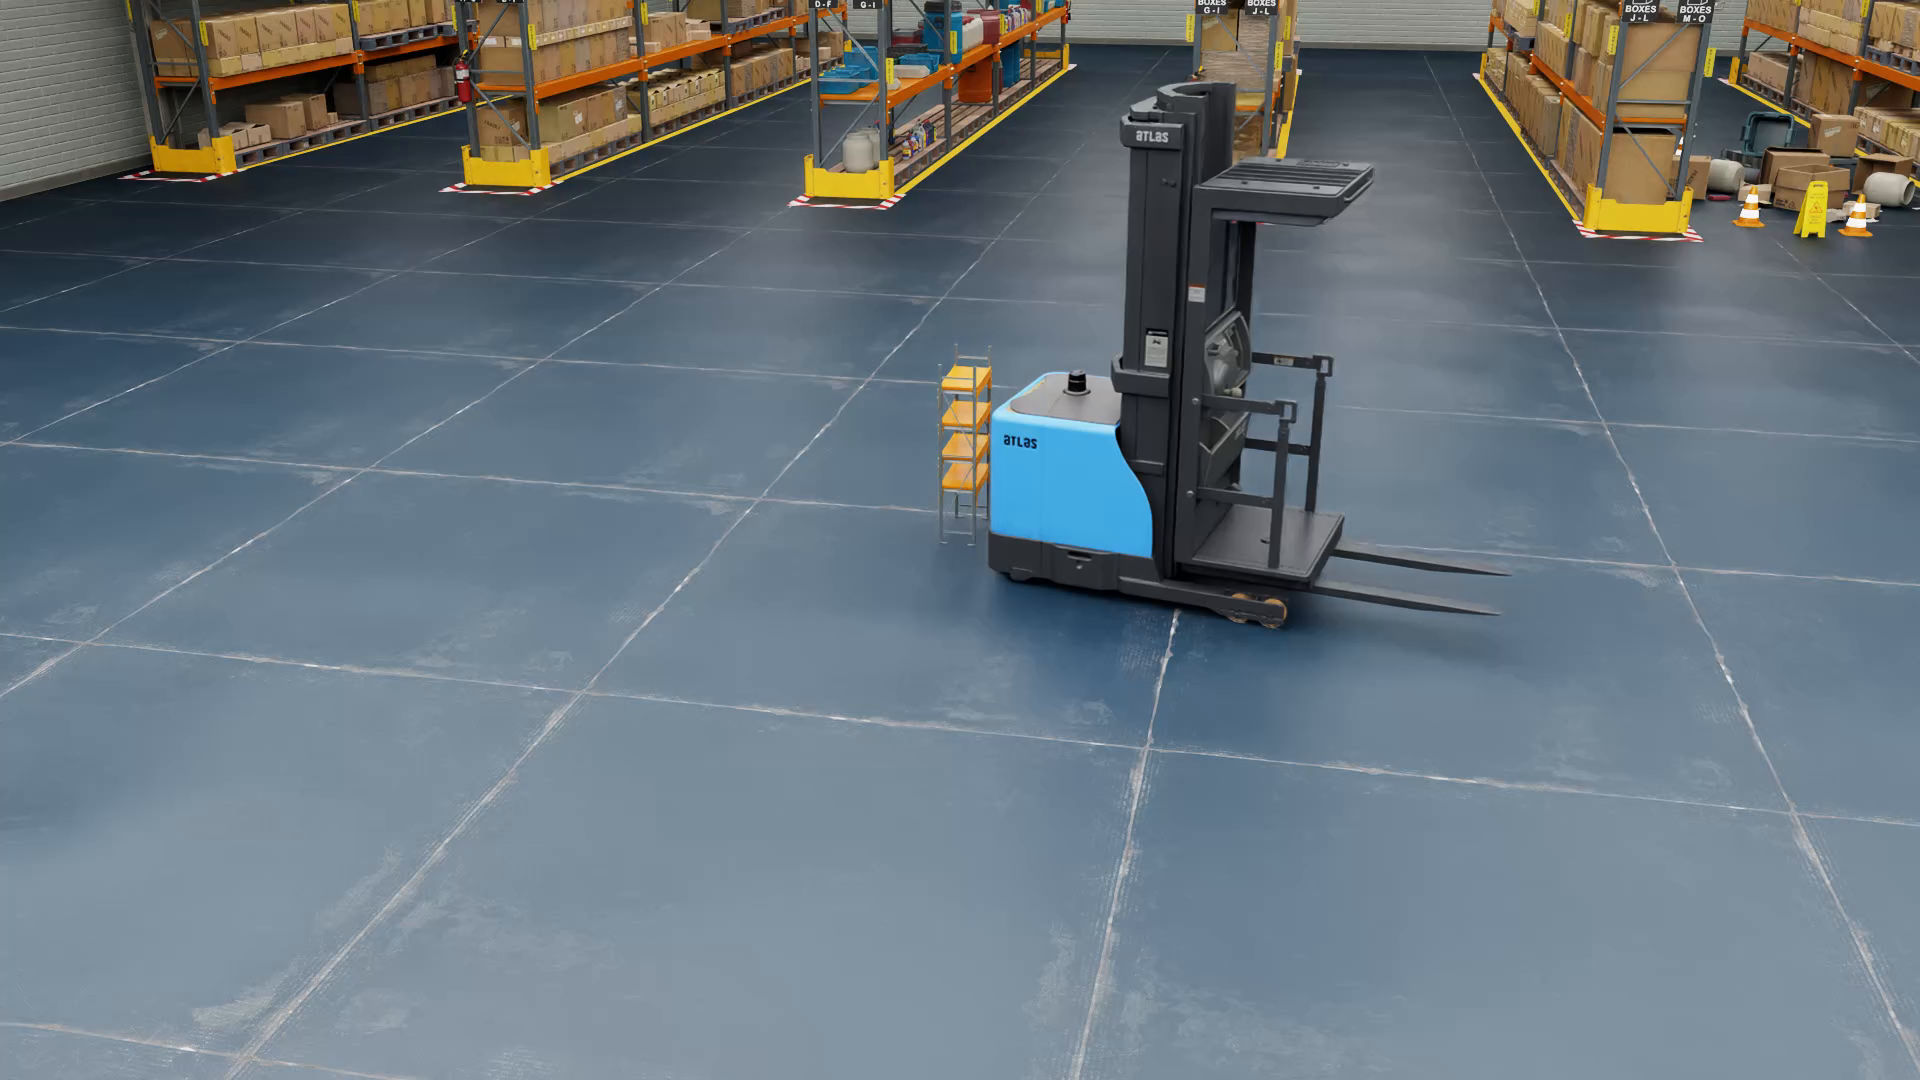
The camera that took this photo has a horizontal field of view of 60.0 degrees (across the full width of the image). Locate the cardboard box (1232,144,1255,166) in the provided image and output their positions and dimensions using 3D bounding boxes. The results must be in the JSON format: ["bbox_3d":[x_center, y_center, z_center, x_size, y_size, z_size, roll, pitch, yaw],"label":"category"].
[{"bbox_3d":[3.542,-4.880,21.740,0.500,0.500,0.500,9,24,21],"label":"cardboard box"}]

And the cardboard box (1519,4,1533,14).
[{"bbox_3d":[9.675,-8.982,28.119,0.380,0.149,0.250,5,22,13],"label":"cardboard box"}]

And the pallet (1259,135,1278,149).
[{"bbox_3d":[4.372,-6.072,25.648,1.003,0.211,1.213,4,22,11],"label":"pallet"}]

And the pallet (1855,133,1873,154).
[{"bbox_3d":[14.571,-6.209,25.988,1.003,0.211,1.213,4,22,11],"label":"pallet"}]

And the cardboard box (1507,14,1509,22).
[{"bbox_3d":[10.046,-9.368,29.872,0.380,0.149,0.250,5,22,11],"label":"cardboard box"}]

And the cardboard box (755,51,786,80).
[{"bbox_3d":[-3.779,-9.425,32.998,0.500,0.500,0.500,5,22,11],"label":"cardboard box"}]

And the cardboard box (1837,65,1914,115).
[{"bbox_3d":[14.954,-7.244,27.106,0.875,0.875,0.875,4,22,10],"label":"cardboard box"}]

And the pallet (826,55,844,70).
[{"bbox_3d":[-3.211,-10.613,36.923,1.003,0.211,1.213,4,22,11],"label":"pallet"}]

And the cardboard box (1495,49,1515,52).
[{"bbox_3d":[11.120,-9.927,33.944,0.380,0.149,0.250,5,22,12],"label":"cardboard box"}]

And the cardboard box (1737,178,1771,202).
[{"bbox_3d":[10.502,-4.628,21.990,0.396,0.266,0.258,8,23,20],"label":"cardboard box"}]

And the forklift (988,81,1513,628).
[{"bbox_3d":[1.739,-1.076,9.603,3.031,2.935,1.130,9,24,21],"label":"forklift"}]

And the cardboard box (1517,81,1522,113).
[{"bbox_3d":[9.854,-7.614,28.528,0.500,0.500,0.500,5,23,13],"label":"cardboard box"}]

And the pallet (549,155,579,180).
[{"bbox_3d":[-6.184,-5.364,23.889,1.003,0.211,1.213,4,22,11],"label":"pallet"}]

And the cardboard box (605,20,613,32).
[{"bbox_3d":[-5.484,-7.786,25.170,0.380,0.149,0.250,4,22,11],"label":"cardboard box"}]

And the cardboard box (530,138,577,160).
[{"bbox_3d":[-5.873,-5.656,24.001,0.500,0.250,0.500,4,22,11],"label":"cardboard box"}]

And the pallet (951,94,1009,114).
[{"bbox_3d":[0.302,-7.919,30.234,1.003,0.211,1.213,4,22,11],"label":"pallet"}]

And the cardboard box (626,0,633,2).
[{"bbox_3d":[-7.979,-12.554,37.608,0.980,0.700,0.700,5,23,13],"label":"cardboard box"}]

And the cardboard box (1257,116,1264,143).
[{"bbox_3d":[4.361,-6.348,25.358,0.700,0.500,0.500,3,22,7],"label":"cardboard box"}]

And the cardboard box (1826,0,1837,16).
[{"bbox_3d":[14.896,-9.061,27.865,0.500,0.500,0.500,4,22,10],"label":"cardboard box"}]

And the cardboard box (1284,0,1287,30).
[{"bbox_3d":[4.392,-7.543,23.698,0.500,0.500,0.500,4,22,11],"label":"cardboard box"}]

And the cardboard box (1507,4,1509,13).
[{"bbox_3d":[10.100,-9.604,30.060,0.380,0.149,0.250,4,22,10],"label":"cardboard box"}]

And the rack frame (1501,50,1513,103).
[{"bbox_3d":[10.682,-9.591,30.654,1.000,3.000,0.127,4,22,11],"label":"rack frame"}]

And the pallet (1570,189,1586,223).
[{"bbox_3d":[8.320,-4.208,21.019,1.003,0.211,1.213,4,22,11],"label":"pallet"}]

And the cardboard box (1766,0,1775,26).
[{"bbox_3d":[15.702,-10.050,31.660,0.500,0.500,0.500,5,23,13],"label":"cardboard box"}]

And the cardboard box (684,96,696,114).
[{"bbox_3d":[-4.845,-7.448,28.449,0.500,0.250,0.500,5,22,12],"label":"cardboard box"}]

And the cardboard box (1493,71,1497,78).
[{"bbox_3d":[10.775,-9.193,32.918,0.380,0.149,0.250,4,22,11],"label":"cardboard box"}]

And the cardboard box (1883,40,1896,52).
[{"bbox_3d":[14.216,-7.465,25.149,0.380,0.149,0.250,5,22,11],"label":"cardboard box"}]

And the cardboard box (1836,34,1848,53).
[{"bbox_3d":[14.670,-8.111,27.180,0.500,0.250,0.500,5,22,12],"label":"cardboard box"}]

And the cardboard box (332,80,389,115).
[{"bbox_3d":[-10.199,-7.529,28.289,0.700,0.500,0.500,5,23,13],"label":"cardboard box"}]

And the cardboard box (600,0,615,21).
[{"bbox_3d":[-5.669,-8.138,25.174,0.700,0.500,0.500,4,22,11],"label":"cardboard box"}]

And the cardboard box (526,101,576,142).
[{"bbox_3d":[-5.872,-6.004,23.860,0.500,0.500,0.500,4,22,11],"label":"cardboard box"}]

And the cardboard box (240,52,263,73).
[{"bbox_3d":[-10.647,-7.036,24.482,0.500,0.250,0.500,4,22,9],"label":"cardboard box"}]

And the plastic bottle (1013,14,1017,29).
[{"bbox_3d":[0.982,-9.706,31.103,0.152,0.276,0.135,4,22,11],"label":"plastic bottle"}]

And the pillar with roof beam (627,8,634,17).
[{"bbox_3d":[-3.966,-16.110,38.809,9.100,9.000,0.400,4,22,11],"label":"pillar with roof beam"}]

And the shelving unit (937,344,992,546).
[{"bbox_3d":[0.034,-0.617,10.780,0.258,1.200,0.503,4,22,11],"label":"shelving unit"}]

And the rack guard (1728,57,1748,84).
[{"bbox_3d":[16.369,-9.563,33.930,1.175,0.500,0.348,4,22,11],"label":"rack guard"}]

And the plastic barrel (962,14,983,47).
[{"bbox_3d":[0.181,-8.581,27.994,0.421,0.512,0.421,0,22,0],"label":"plastic barrel"}]

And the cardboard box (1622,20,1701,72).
[{"bbox_3d":[8.347,-5.906,19.857,0.875,0.550,0.550,4,22,11],"label":"cardboard box"}]

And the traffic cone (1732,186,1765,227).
[{"bbox_3d":[9.732,-4.112,20.444,0.336,0.463,0.334,4,22,11],"label":"traffic cone"}]

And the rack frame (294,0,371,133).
[{"bbox_3d":[-10.333,-8.214,27.232,1.000,3.000,0.127,4,22,11],"label":"rack frame"}]

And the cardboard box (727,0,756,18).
[{"bbox_3d":[-4.275,-10.100,31.221,0.700,0.500,0.500,9,24,21],"label":"cardboard box"}]

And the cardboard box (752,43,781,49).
[{"bbox_3d":[-4.012,-10.038,34.519,0.500,0.500,0.500,4,22,11],"label":"cardboard box"}]

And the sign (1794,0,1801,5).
[{"bbox_3d":[15.005,-9.731,29.736,0.100,0.325,0.005,4,22,11],"label":"sign"}]

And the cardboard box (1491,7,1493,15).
[{"bbox_3d":[11.111,-10.844,34.101,0.380,0.149,0.250,4,22,10],"label":"cardboard box"}]

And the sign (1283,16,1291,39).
[{"bbox_3d":[4.747,-7.444,24.162,0.100,0.325,0.005,4,22,11],"label":"sign"}]

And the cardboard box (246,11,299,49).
[{"bbox_3d":[-10.442,-7.748,25.247,0.500,0.500,0.500,5,23,13],"label":"cardboard box"}]

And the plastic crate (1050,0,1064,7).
[{"bbox_3d":[1.929,-11.754,35.897,0.616,0.435,0.499,4,22,11],"label":"plastic crate"}]

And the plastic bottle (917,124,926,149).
[{"bbox_3d":[-0.589,-5.988,24.663,0.144,0.351,0.185,4,22,11],"label":"plastic bottle"}]

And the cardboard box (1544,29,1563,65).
[{"bbox_3d":[9.202,-7.479,25.274,0.500,0.500,0.500,4,22,10],"label":"cardboard box"}]

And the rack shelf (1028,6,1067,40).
[{"bbox_3d":[1.406,-10.782,34.572,1.077,0.370,4.000,4,22,11],"label":"rack shelf"}]

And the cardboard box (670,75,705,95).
[{"bbox_3d":[-4.738,-7.894,28.808,0.500,0.311,0.500,4,22,11],"label":"cardboard box"}]

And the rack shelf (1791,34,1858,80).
[{"bbox_3d":[15.140,-8.186,28.127,1.077,0.370,4.000,4,22,11],"label":"rack shelf"}]

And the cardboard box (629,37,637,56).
[{"bbox_3d":[-5.425,-7.951,26.782,0.500,0.250,0.500,6,23,14],"label":"cardboard box"}]

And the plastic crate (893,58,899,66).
[{"bbox_3d":[-1.188,-6.885,24.218,0.450,0.188,0.662,4,22,11],"label":"plastic crate"}]
